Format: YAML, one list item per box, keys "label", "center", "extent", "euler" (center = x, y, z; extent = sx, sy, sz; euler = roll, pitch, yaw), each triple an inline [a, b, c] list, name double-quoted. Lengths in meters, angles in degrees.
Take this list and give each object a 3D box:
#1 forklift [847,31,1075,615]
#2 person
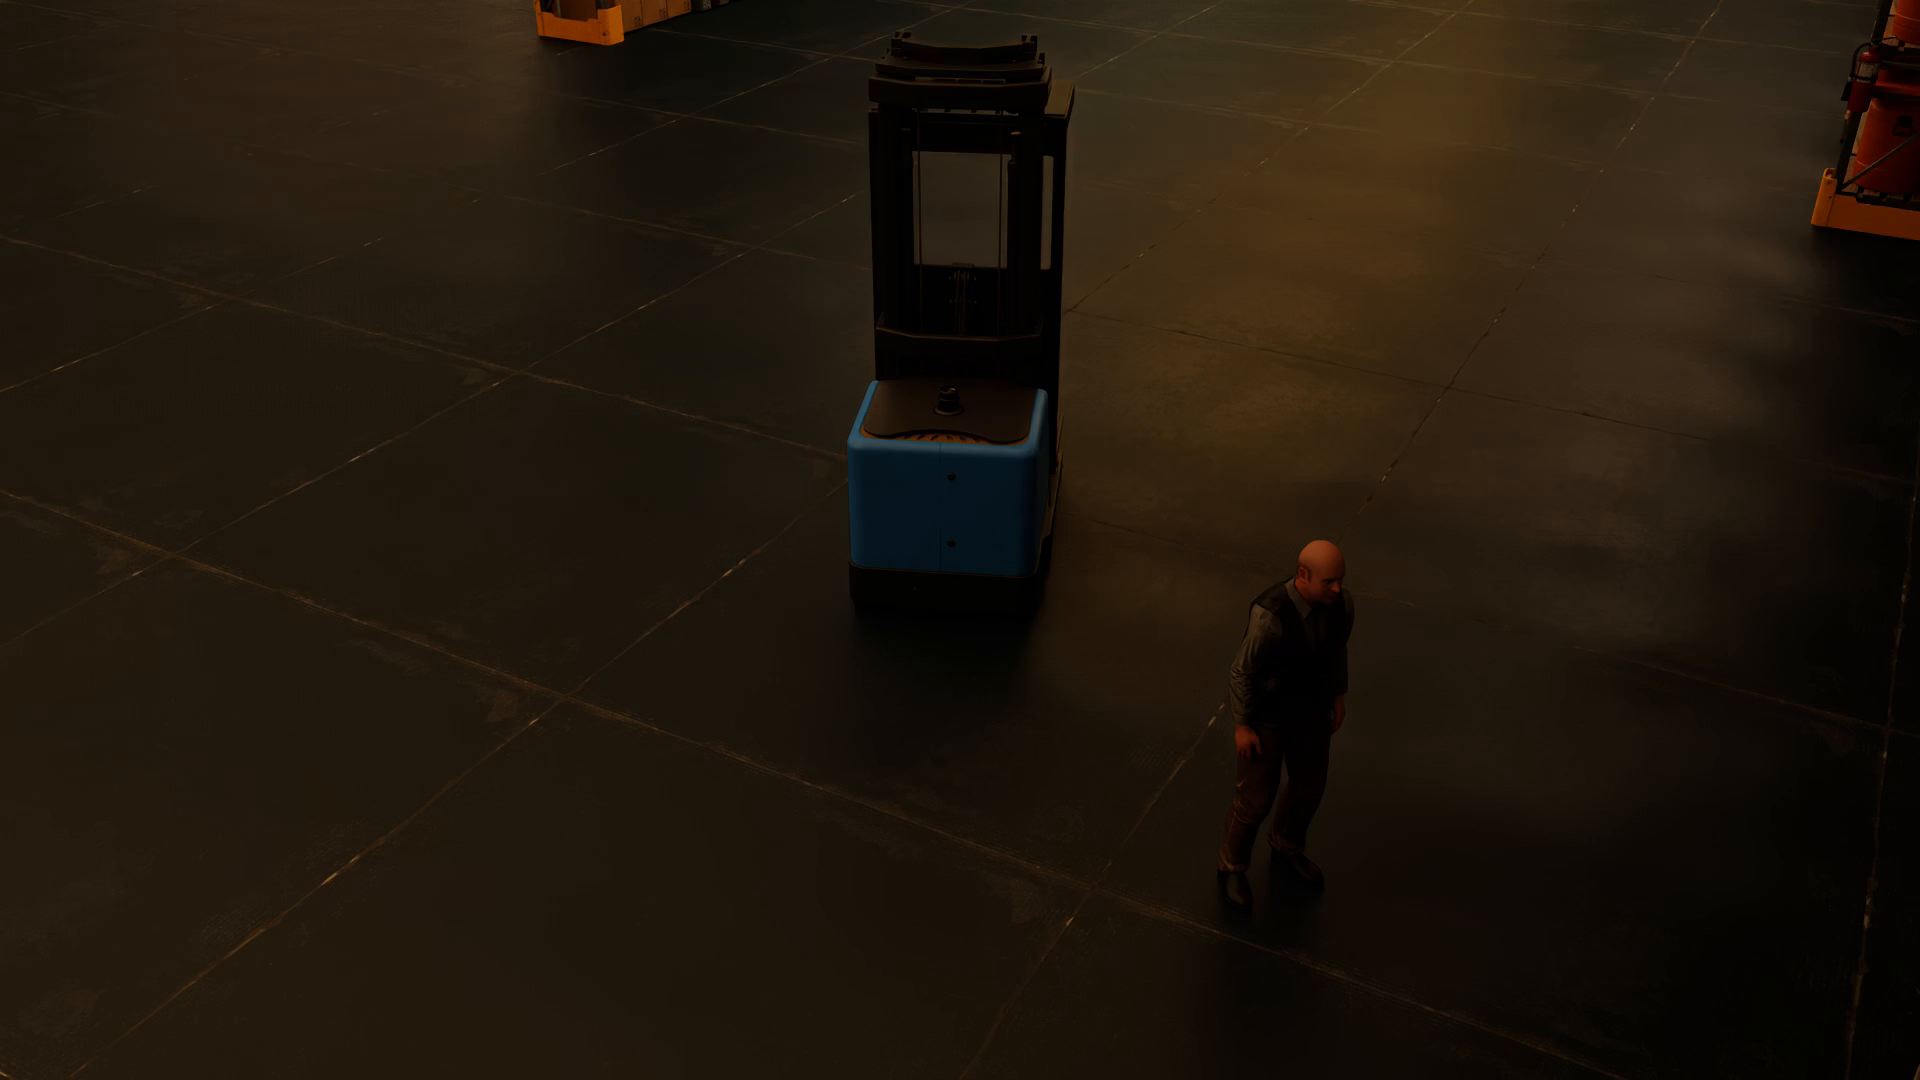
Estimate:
- label: "forklift"
  center: [0.072, -1.572, 9.794]
  extent: [1.130, 2.935, 3.031]
  euler: [3, 30, 6]
- label: "person"
  center: [1.379, 0.731, 7.017]
  extent: [0.594, 1.720, 0.424]
  euler: [-14, 33, -23]
